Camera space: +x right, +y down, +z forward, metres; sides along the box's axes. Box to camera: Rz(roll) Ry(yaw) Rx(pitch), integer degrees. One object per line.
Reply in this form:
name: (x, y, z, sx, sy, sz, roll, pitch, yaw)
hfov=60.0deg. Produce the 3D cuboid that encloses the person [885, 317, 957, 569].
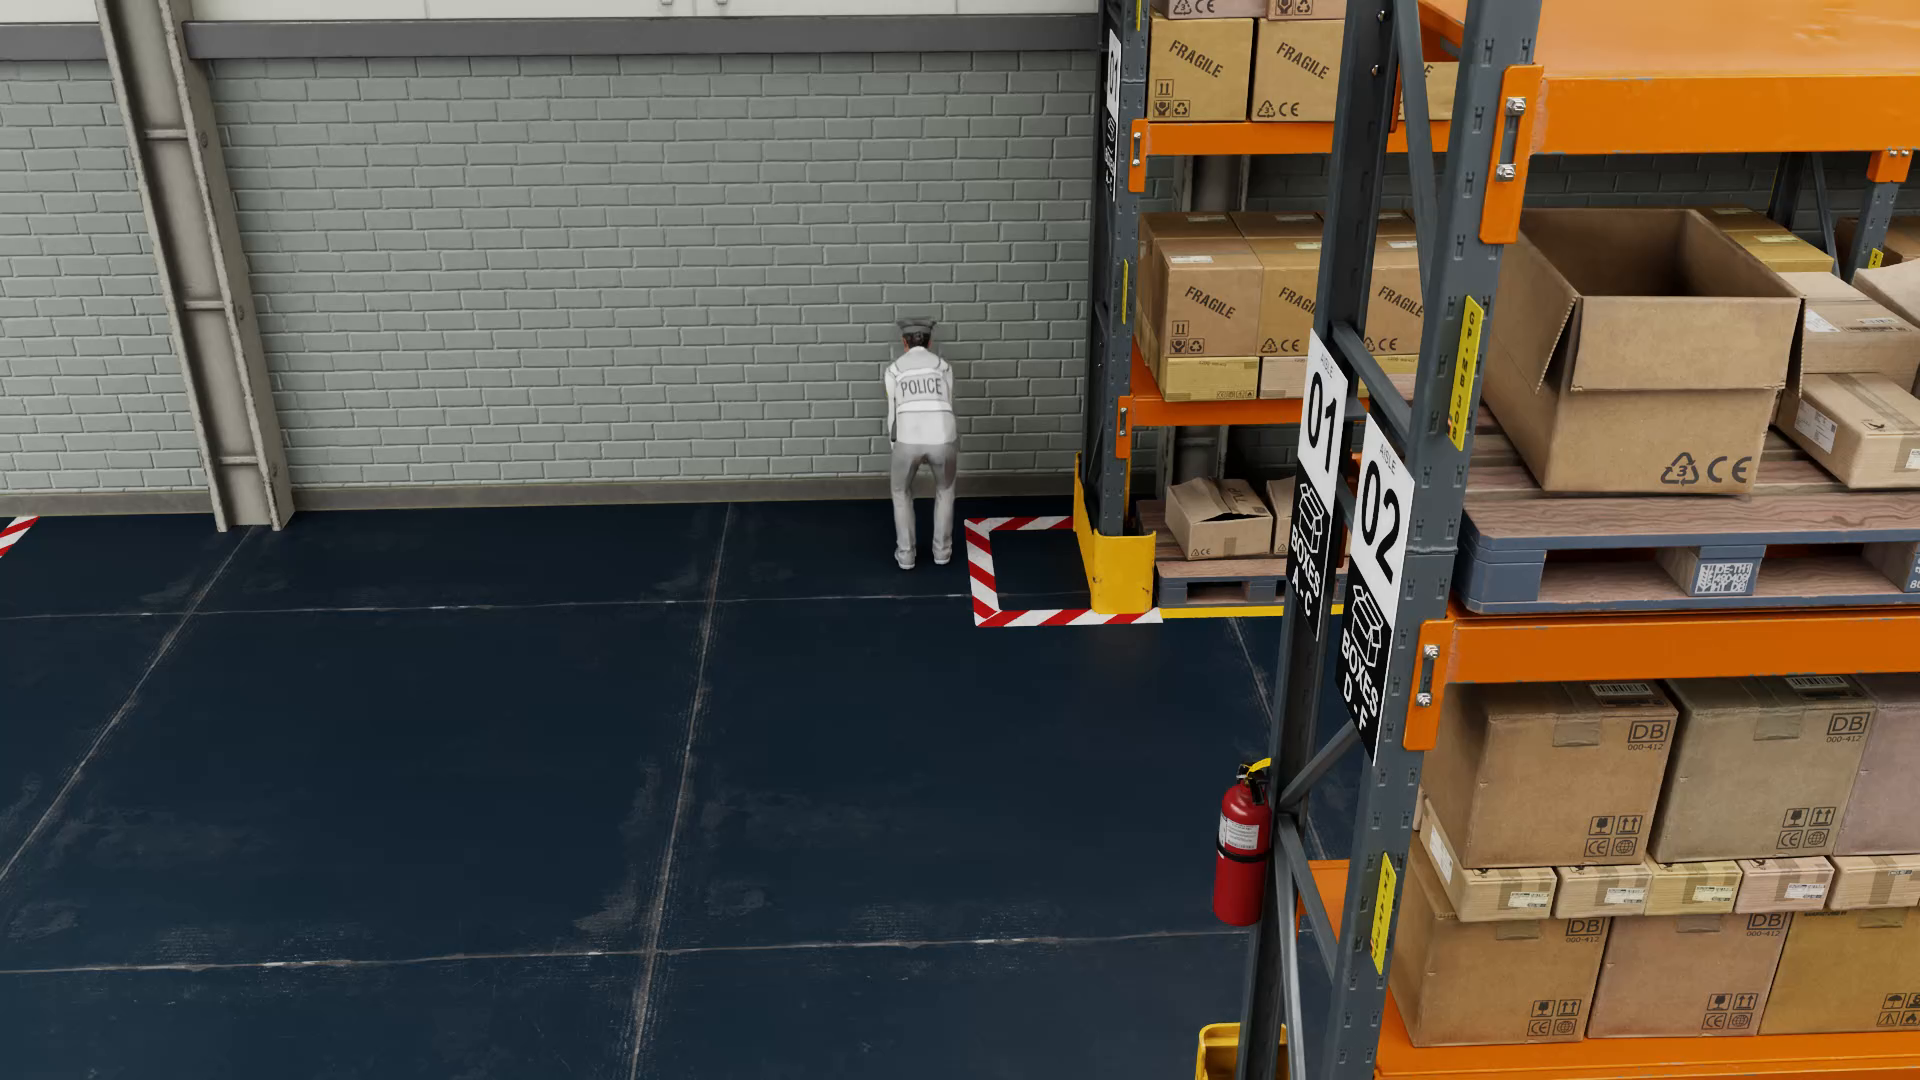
person: (-0.236, -0.585, 9.987, 0.410, 1.434, 0.795, -2, 28, -4)
